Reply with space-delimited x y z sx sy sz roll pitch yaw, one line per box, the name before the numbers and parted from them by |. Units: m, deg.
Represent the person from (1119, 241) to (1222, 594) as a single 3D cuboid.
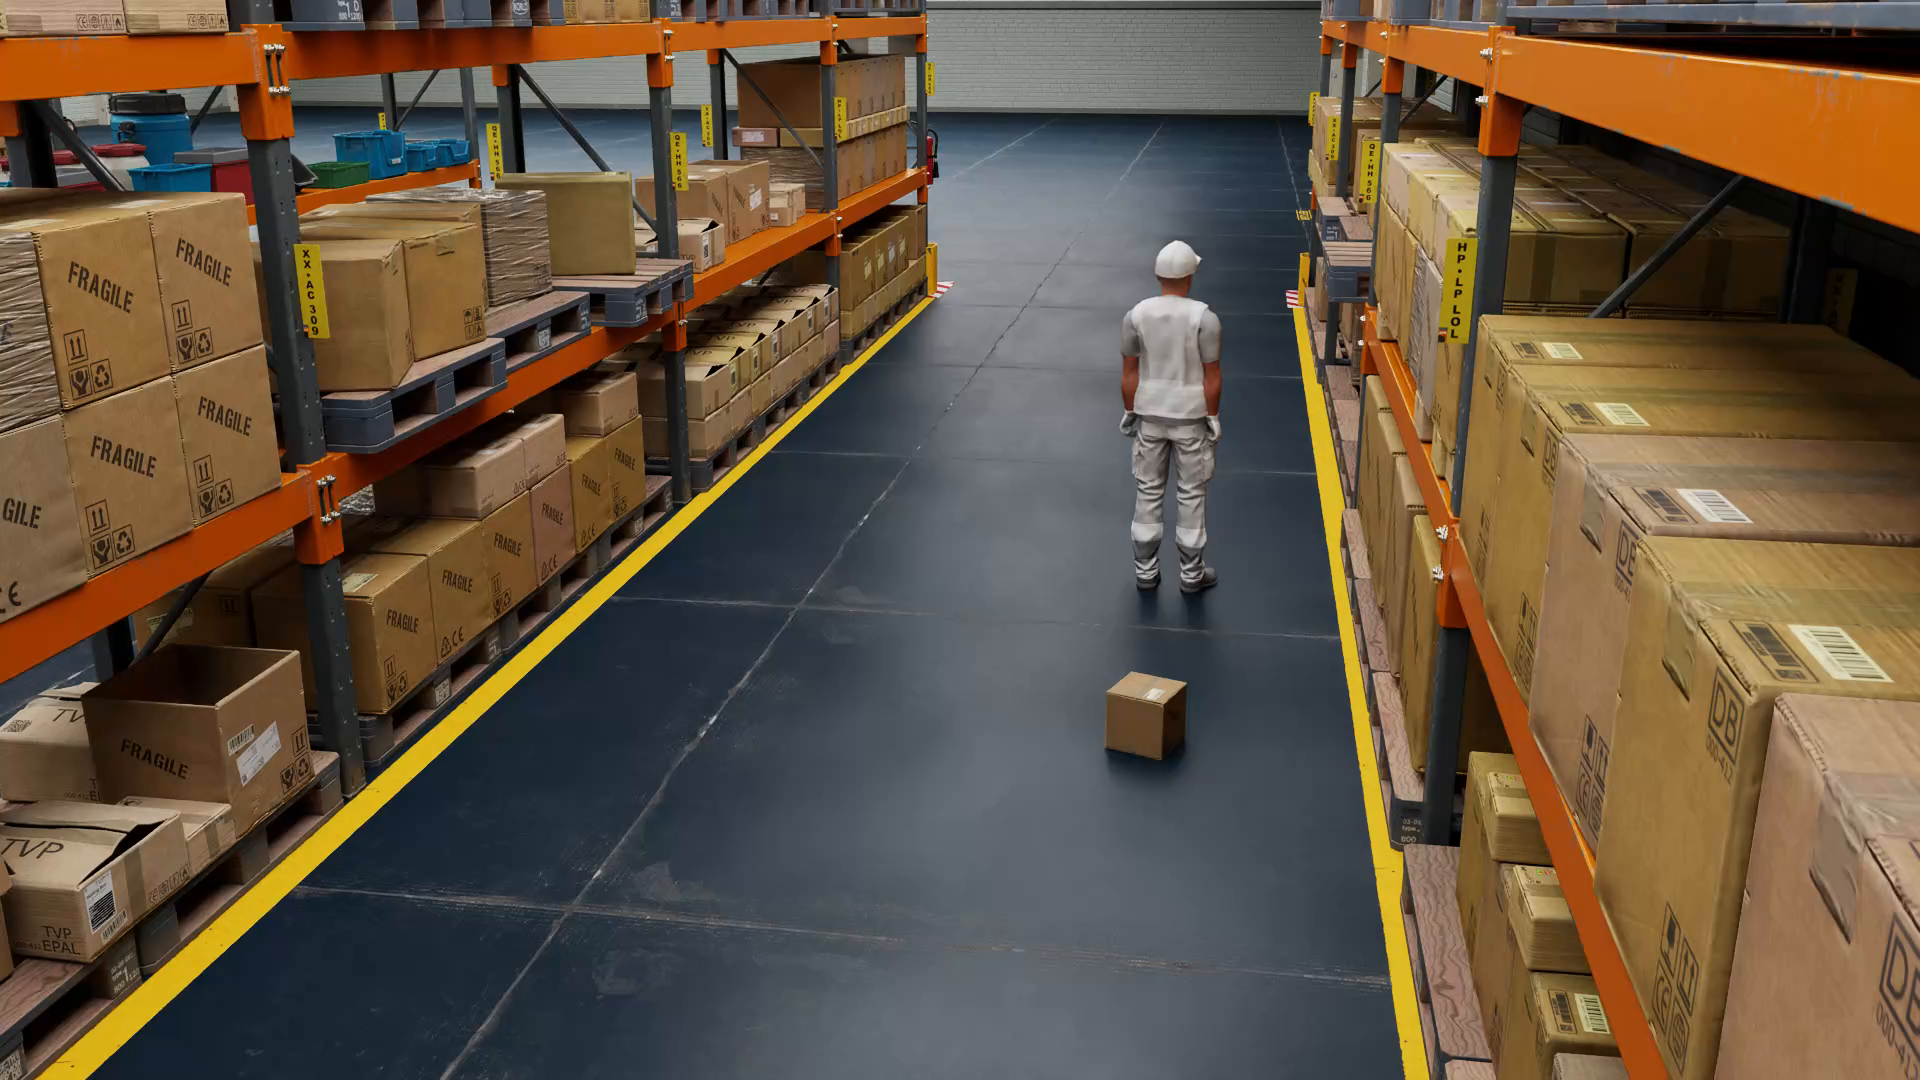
person | 1.077 -0.619 8.442 0.530 1.795 0.370 7 19 20
